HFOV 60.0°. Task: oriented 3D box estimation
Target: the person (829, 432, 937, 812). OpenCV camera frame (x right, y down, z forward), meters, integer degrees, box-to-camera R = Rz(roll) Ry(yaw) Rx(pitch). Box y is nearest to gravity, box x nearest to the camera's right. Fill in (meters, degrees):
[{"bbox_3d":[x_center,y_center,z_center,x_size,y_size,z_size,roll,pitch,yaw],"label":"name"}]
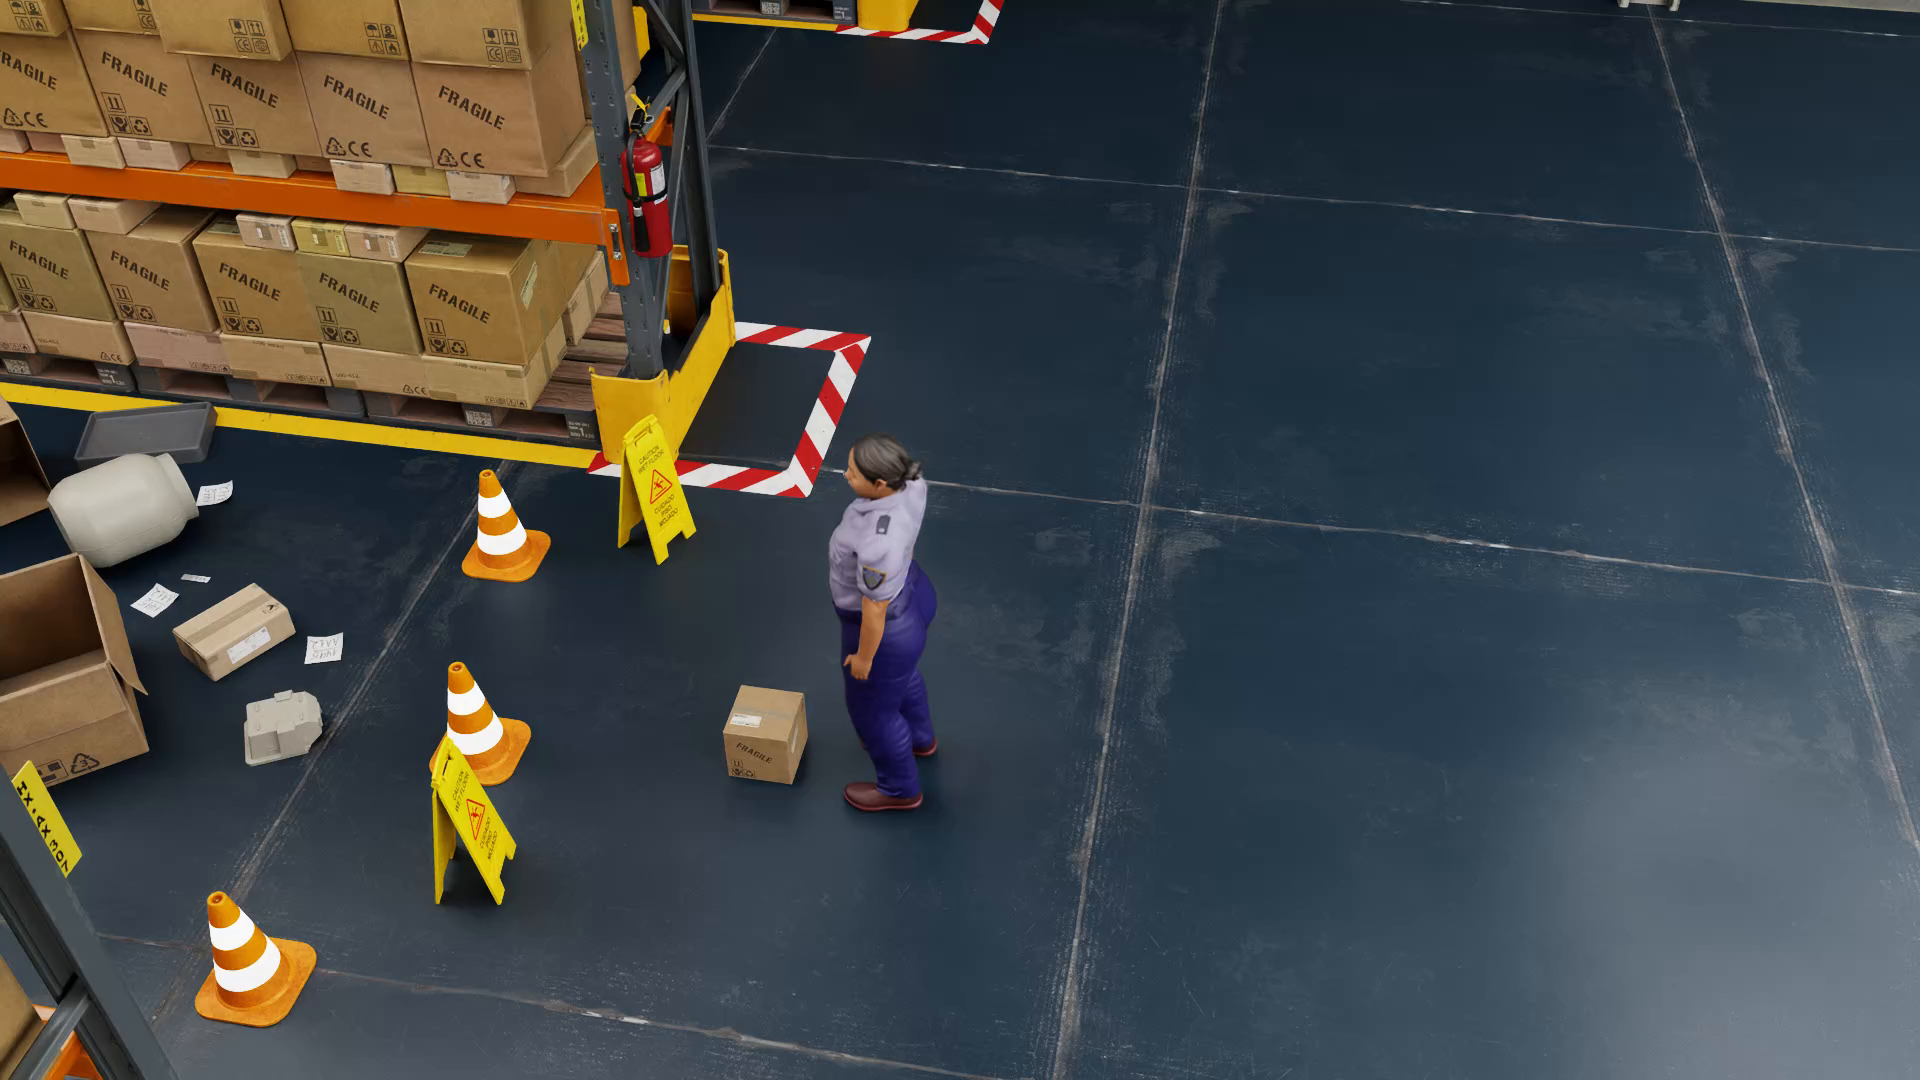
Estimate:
[{"bbox_3d":[-0.275,0.289,5.839,0.342,1.646,0.469,7,41,9],"label":"person"}]
